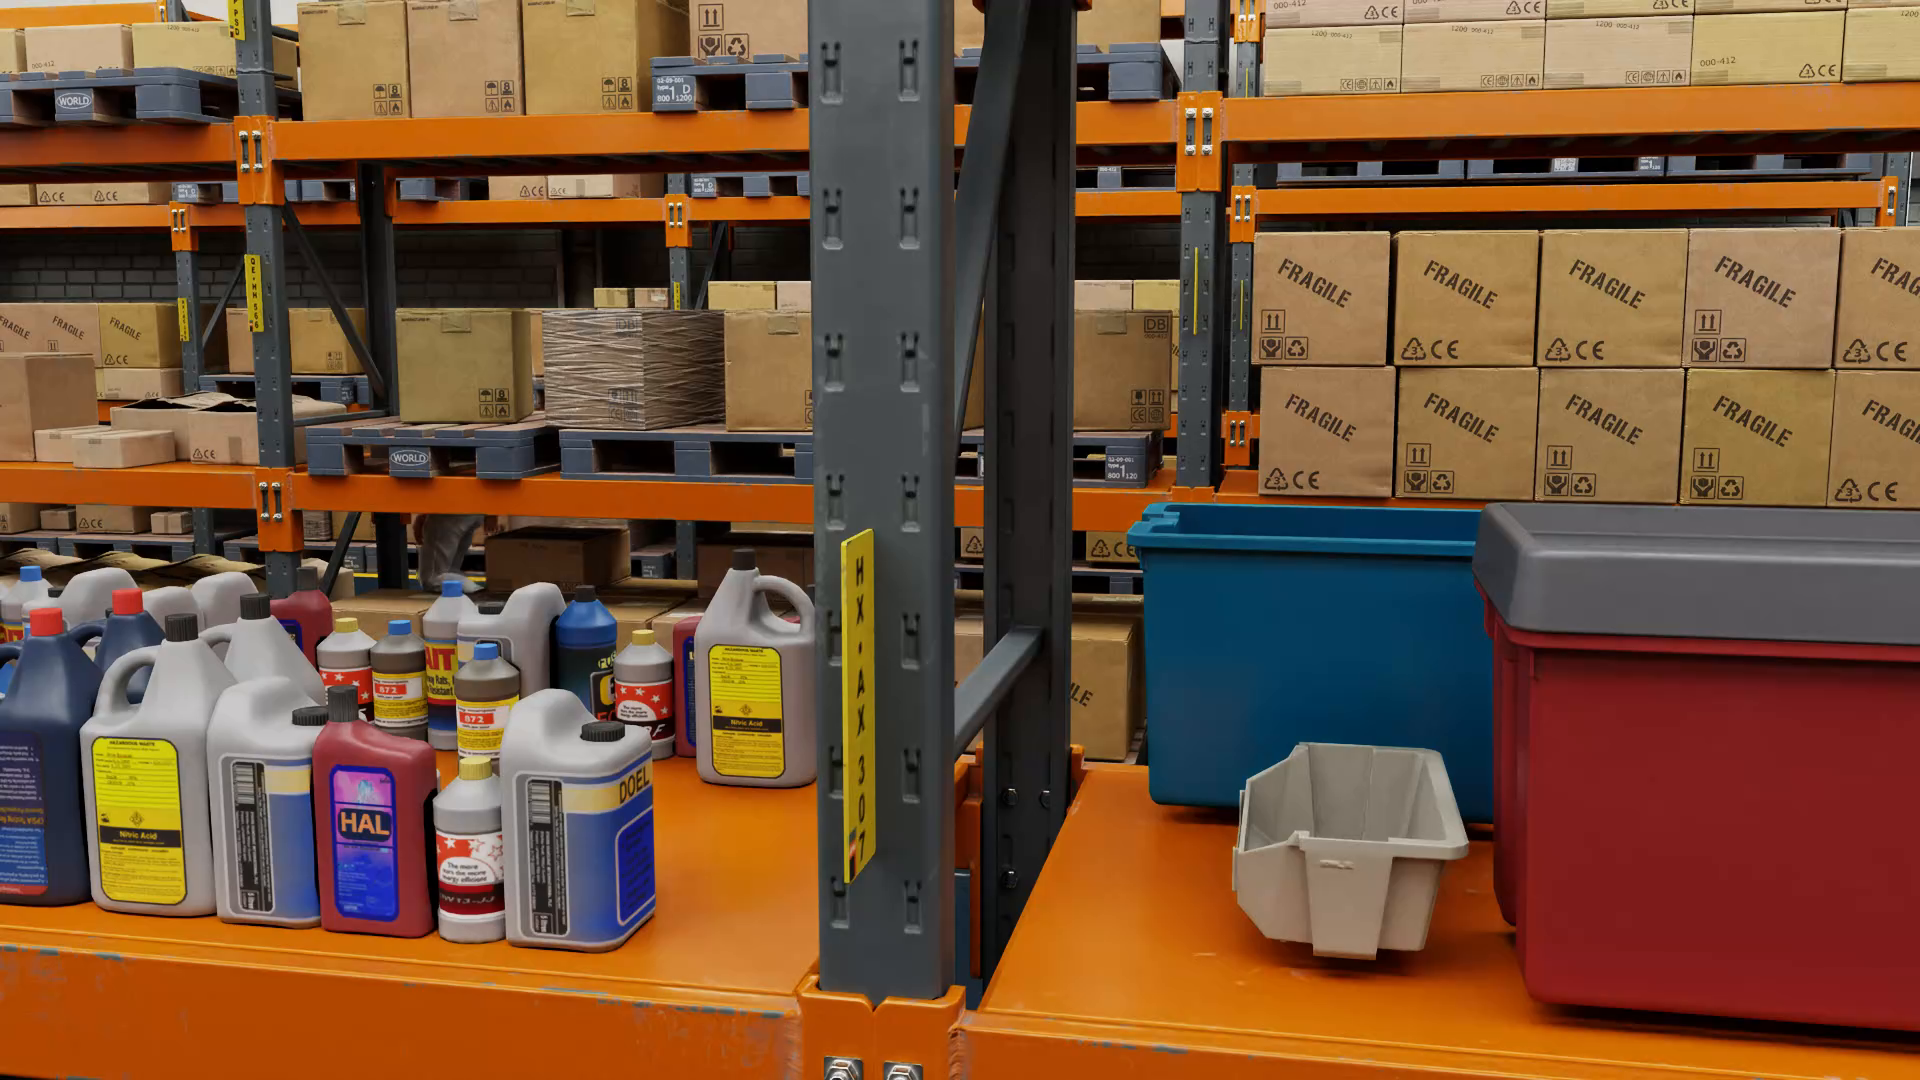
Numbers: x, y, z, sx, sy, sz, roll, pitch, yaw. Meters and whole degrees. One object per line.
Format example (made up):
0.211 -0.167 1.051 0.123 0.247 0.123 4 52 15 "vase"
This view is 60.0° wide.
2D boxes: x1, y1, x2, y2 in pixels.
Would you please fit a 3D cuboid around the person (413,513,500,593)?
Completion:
-2.804 -0.179 9.365 0.706 1.749 0.579 2 8 12 "person"
